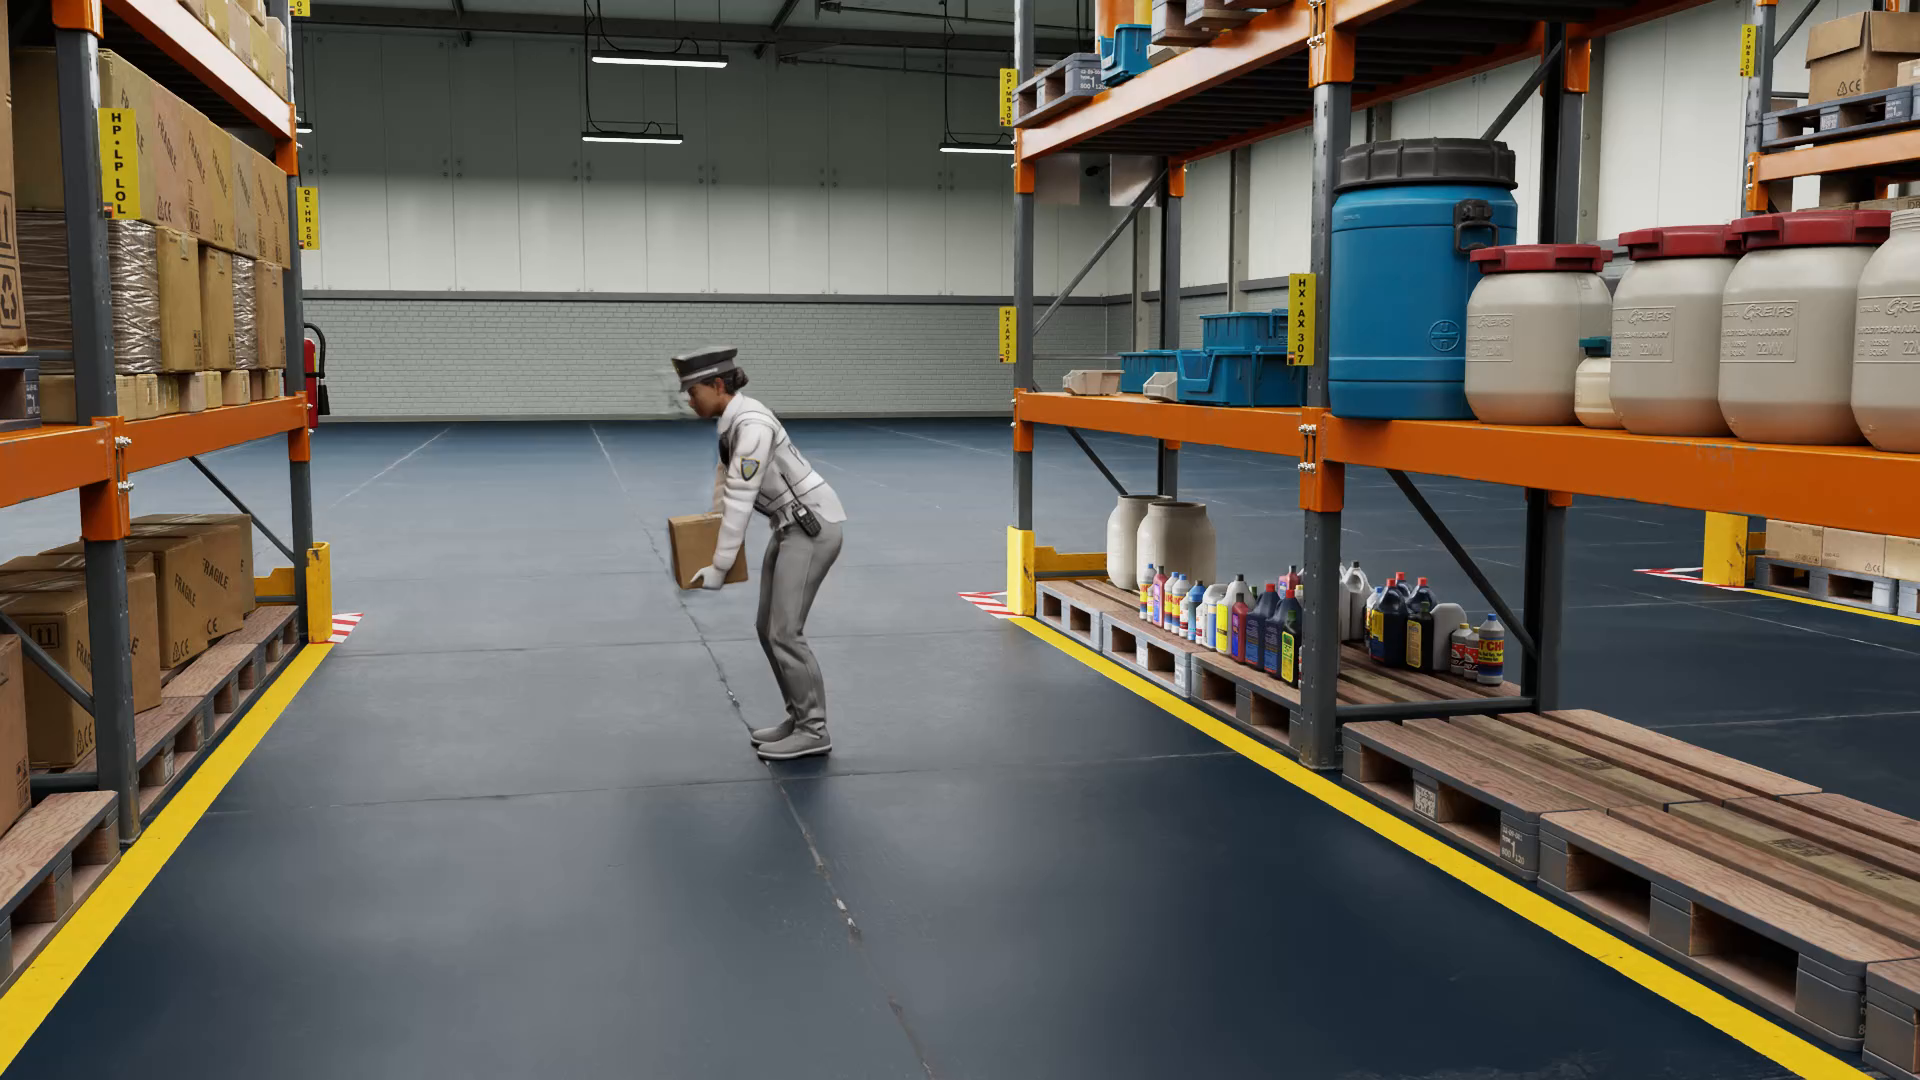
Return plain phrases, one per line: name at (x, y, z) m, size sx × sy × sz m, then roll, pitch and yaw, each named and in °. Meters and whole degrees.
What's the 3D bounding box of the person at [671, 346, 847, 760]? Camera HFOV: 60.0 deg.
person at (-0.755, 0.047, 6.308) m, size 0.649 × 1.551 × 0.412 m, roll -2°, pitch 6°, yaw -15°
